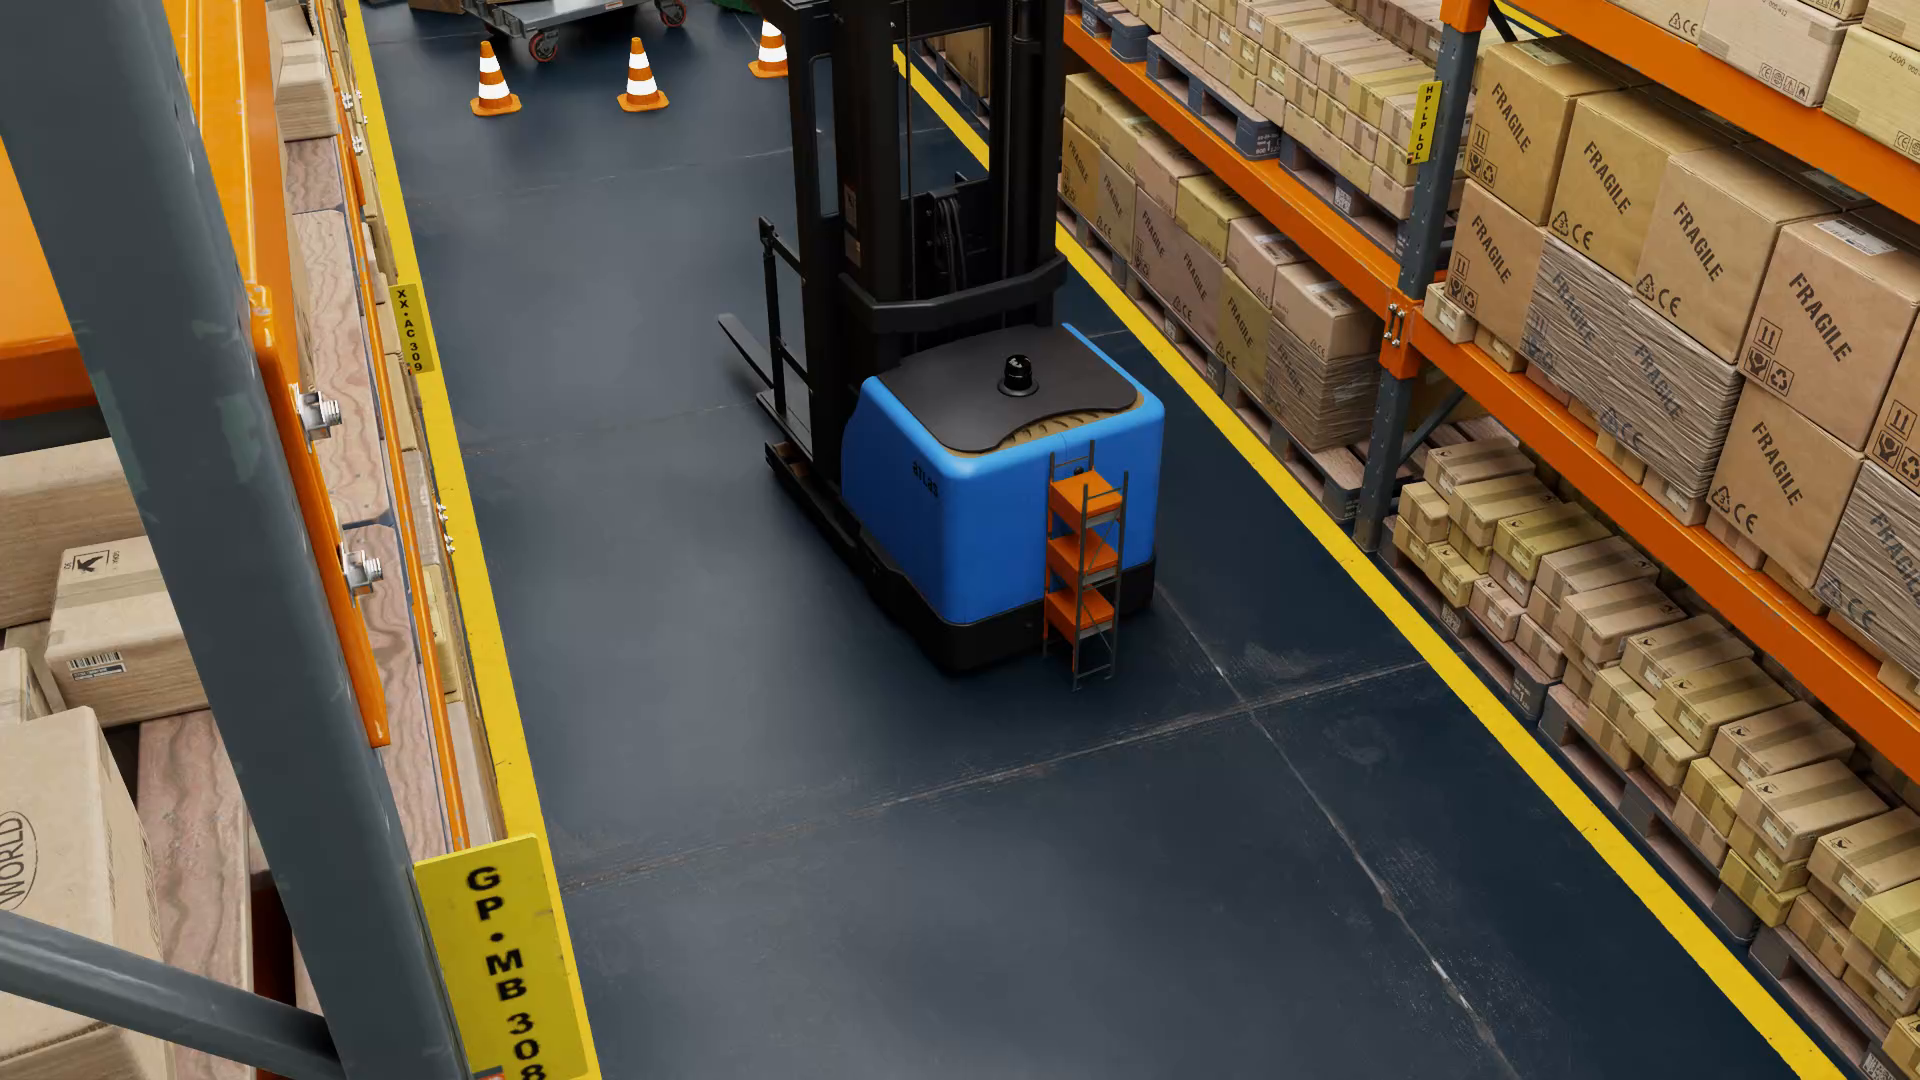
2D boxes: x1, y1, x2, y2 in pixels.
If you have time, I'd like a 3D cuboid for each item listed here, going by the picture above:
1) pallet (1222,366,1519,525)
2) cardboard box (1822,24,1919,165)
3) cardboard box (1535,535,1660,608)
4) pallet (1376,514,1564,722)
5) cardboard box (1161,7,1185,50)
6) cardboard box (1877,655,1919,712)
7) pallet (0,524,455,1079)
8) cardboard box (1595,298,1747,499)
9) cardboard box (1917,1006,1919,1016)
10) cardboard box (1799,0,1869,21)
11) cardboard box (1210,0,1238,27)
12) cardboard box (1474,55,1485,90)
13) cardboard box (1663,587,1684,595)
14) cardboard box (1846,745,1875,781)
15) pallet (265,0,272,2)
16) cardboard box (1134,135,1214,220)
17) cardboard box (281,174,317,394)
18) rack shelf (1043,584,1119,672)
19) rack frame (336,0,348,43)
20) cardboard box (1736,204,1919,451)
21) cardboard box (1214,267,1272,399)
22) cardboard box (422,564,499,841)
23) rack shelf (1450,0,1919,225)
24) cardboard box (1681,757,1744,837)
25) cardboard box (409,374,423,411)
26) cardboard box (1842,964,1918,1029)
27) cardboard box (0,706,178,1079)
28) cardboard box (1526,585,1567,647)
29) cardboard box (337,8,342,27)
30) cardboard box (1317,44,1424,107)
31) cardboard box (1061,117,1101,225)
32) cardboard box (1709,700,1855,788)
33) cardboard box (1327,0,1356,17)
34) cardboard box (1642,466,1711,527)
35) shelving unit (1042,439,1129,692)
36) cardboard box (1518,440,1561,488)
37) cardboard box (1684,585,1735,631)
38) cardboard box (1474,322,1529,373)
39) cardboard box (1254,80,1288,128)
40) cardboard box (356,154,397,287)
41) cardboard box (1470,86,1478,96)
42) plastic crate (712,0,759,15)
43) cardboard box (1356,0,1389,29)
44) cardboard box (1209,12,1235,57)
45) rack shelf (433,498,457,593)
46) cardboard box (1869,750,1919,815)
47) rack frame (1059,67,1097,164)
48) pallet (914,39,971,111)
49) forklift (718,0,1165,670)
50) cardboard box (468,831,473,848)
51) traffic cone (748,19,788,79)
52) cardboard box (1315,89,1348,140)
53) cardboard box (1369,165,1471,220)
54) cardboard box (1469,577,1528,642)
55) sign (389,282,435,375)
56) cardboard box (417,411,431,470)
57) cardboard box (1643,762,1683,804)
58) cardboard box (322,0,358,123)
[{"bbox_3d":[2.046,-0.593,8.362,1.003,0.211,1.213,-12,39,-16],"label":"pallet"},{"bbox_3d":[2.745,-1.214,4.500,0.500,0.250,0.500,-11,38,-14],"label":"cardboard box"},{"bbox_3d":[2.523,0.147,6.588,0.380,0.149,0.250,-13,39,-17],"label":"cardboard box"},{"bbox_3d":[2.579,0.218,7.285,1.003,0.211,1.213,-12,39,-16],"label":"pallet"},{"bbox_3d":[1.277,-2.694,8.693,0.380,0.149,0.250,-11,38,-14],"label":"cardboard box"},{"bbox_3d":[2.990,0.386,4.953,0.380,0.149,0.250,-14,39,-18],"label":"cardboard box"},{"bbox_3d":[-1.187,0.494,2.181,1.003,0.211,1.213,-12,39,-16],"label":"pallet"},{"bbox_3d":[2.565,-0.524,5.622,0.500,0.500,0.500,-13,39,-17],"label":"cardboard box"},{"bbox_3d":[3.203,1.446,5.110,0.380,0.149,0.250,-13,39,-17],"label":"cardboard box"},{"bbox_3d":[2.583,-1.714,4.749,0.500,0.250,0.500,-12,39,-15],"label":"cardboard box"},{"bbox_3d":[1.452,-2.647,8.136,0.380,0.149,0.250,-13,39,-17],"label":"cardboard box"},{"bbox_3d":[2.510,-2.046,7.339,0.380,0.149,0.250,-11,38,-15],"label":"cardboard box"},{"bbox_3d":[2.930,0.157,6.822,0.380,0.149,0.250,-12,39,-16],"label":"cardboard box"},{"bbox_3d":[3.245,0.767,6.012,0.380,0.149,0.250,-11,38,-14],"label":"cardboard box"},{"bbox_3d":[-2.660,-1.815,5.332,0.805,0.209,1.217,-14,39,-18],"label":"pallet"},{"bbox_3d":[1.281,-1.988,9.001,0.500,0.250,0.500,-12,39,-16],"label":"cardboard box"},{"bbox_3d":[-1.474,-0.542,2.967,0.500,0.500,0.500,-12,39,-15],"label":"cardboard box"},{"bbox_3d":[0.498,0.348,6.895,0.215,0.259,0.240,-18,41,-22],"label":"rack shelf"},{"bbox_3d":[-5.051,-4.705,11.503,1.000,3.000,0.127,-12,39,-16],"label":"rack frame"},{"bbox_3d":[2.754,-0.649,4.957,0.500,0.500,0.500,-14,39,-18],"label":"cardboard box"},{"bbox_3d":[1.648,-1.093,8.436,0.500,0.500,0.500,-13,39,-17],"label":"cardboard box"},{"bbox_3d":[-1.360,0.443,3.754,0.500,0.500,0.500,-12,39,-16],"label":"cardboard box"},{"bbox_3d":[3.003,-1.048,4.754,1.077,0.370,4.000,-12,39,-16],"label":"rack shelf"},{"bbox_3d":[2.800,0.874,5.870,0.380,0.149,0.250,-11,38,-14],"label":"cardboard box"},{"bbox_3d":[-2.185,-0.632,5.805,0.500,0.250,0.500,-14,39,-17],"label":"cardboard box"},{"bbox_3d":[3.121,1.418,5.395,0.380,0.149,0.250,-13,39,-16],"label":"cardboard box"},{"bbox_3d":[-1.161,0.493,1.802,0.500,0.250,0.500,-16,40,-20],"label":"cardboard box"},{"bbox_3d":[2.519,0.263,6.680,0.380,0.149,0.250,-14,39,-18],"label":"cardboard box"},{"bbox_3d":[-4.868,-3.527,11.775,0.950,0.372,0.625,-12,39,-15],"label":"cardboard box"},{"bbox_3d":[1.813,-2.057,7.353,0.380,0.149,0.250,-14,39,-17],"label":"cardboard box"},{"bbox_3d":[0.943,-2.244,9.965,0.500,0.500,0.500,-14,39,-18],"label":"cardboard box"},{"bbox_3d":[2.870,0.734,5.809,0.380,0.149,0.250,-14,39,-17],"label":"cardboard box"},{"bbox_3d":[2.071,-2.654,8.394,0.380,0.149,0.250,-13,39,-17],"label":"cardboard box"},{"bbox_3d":[2.604,-0.205,5.738,0.380,0.149,0.250,-11,38,-14],"label":"cardboard box"},{"bbox_3d":[0.498,0.117,6.722,0.215,1.050,0.252,-18,41,-22],"label":"shelving unit"},{"bbox_3d":[2.682,-0.387,7.297,0.380,0.149,0.250,-11,38,-15],"label":"cardboard box"},{"bbox_3d":[3.095,0.185,6.537,0.380,0.149,0.250,-14,39,-18],"label":"cardboard box"},{"bbox_3d":[2.264,-0.809,6.539,0.380,0.149,0.250,-11,38,-15],"label":"cardboard box"},{"bbox_3d":[1.632,-2.104,7.909,0.380,0.149,0.250,-14,39,-18],"label":"cardboard box"},{"bbox_3d":[-2.179,-0.933,5.581,0.500,0.500,0.500,-12,39,-15],"label":"cardboard box"},{"bbox_3d":[2.431,-2.063,7.608,0.380,0.149,0.250,-12,38,-15],"label":"cardboard box"},{"bbox_3d":[-1.728,-4.513,13.538,0.450,0.188,0.662,14,38,2],"label":"plastic crate"},{"bbox_3d":[2.165,-2.620,8.101,0.380,0.149,0.250,-11,38,-14],"label":"cardboard box"},{"bbox_3d":[1.457,-2.520,8.215,0.380,0.149,0.250,-11,38,-14],"label":"cardboard box"},{"bbox_3d":[-1.610,1.232,4.220,1.077,0.370,4.000,-12,39,-16],"label":"rack shelf"},{"bbox_3d":[3.406,0.778,5.750,0.380,0.149,0.250,-11,38,-14],"label":"cardboard box"},{"bbox_3d":[0.939,-3.527,9.939,1.000,3.000,0.127,-12,39,-16],"label":"rack frame"},{"bbox_3d":[0.322,-3.562,12.304,1.003,0.211,1.213,-12,39,-16],"label":"pallet"},{"bbox_3d":[-0.296,-1.500,7.306,1.130,2.935,3.031,-18,41,-22],"label":"forklift"},{"bbox_3d":[-1.030,0.669,2.915,0.380,0.149,0.250,-14,39,-17],"label":"cardboard box"},{"bbox_3d":[-1.394,-3.703,12.282,0.336,0.463,0.334,-12,39,-16],"label":"traffic cone"},{"bbox_3d":[1.818,-1.927,7.428,0.380,0.149,0.250,-11,38,-14],"label":"cardboard box"},{"bbox_3d":[1.993,-1.518,7.132,0.380,0.149,0.250,-13,39,-17],"label":"cardboard box"},{"bbox_3d":[2.365,0.256,6.938,0.380,0.149,0.250,-13,39,-16],"label":"cardboard box"},{"bbox_3d":[-1.777,-0.679,5.373,0.100,0.325,0.005,-12,39,-16],"label":"sign"},{"bbox_3d":[-2.201,-0.429,5.951,0.500,0.250,0.500,-13,39,-17],"label":"cardboard box"},{"bbox_3d":[2.785,0.833,6.172,0.380,0.149,0.250,-11,38,-15],"label":"cardboard box"},{"bbox_3d":[-2.902,-2.076,7.099,0.500,0.500,0.500,-12,39,-16],"label":"cardboard box"}]
